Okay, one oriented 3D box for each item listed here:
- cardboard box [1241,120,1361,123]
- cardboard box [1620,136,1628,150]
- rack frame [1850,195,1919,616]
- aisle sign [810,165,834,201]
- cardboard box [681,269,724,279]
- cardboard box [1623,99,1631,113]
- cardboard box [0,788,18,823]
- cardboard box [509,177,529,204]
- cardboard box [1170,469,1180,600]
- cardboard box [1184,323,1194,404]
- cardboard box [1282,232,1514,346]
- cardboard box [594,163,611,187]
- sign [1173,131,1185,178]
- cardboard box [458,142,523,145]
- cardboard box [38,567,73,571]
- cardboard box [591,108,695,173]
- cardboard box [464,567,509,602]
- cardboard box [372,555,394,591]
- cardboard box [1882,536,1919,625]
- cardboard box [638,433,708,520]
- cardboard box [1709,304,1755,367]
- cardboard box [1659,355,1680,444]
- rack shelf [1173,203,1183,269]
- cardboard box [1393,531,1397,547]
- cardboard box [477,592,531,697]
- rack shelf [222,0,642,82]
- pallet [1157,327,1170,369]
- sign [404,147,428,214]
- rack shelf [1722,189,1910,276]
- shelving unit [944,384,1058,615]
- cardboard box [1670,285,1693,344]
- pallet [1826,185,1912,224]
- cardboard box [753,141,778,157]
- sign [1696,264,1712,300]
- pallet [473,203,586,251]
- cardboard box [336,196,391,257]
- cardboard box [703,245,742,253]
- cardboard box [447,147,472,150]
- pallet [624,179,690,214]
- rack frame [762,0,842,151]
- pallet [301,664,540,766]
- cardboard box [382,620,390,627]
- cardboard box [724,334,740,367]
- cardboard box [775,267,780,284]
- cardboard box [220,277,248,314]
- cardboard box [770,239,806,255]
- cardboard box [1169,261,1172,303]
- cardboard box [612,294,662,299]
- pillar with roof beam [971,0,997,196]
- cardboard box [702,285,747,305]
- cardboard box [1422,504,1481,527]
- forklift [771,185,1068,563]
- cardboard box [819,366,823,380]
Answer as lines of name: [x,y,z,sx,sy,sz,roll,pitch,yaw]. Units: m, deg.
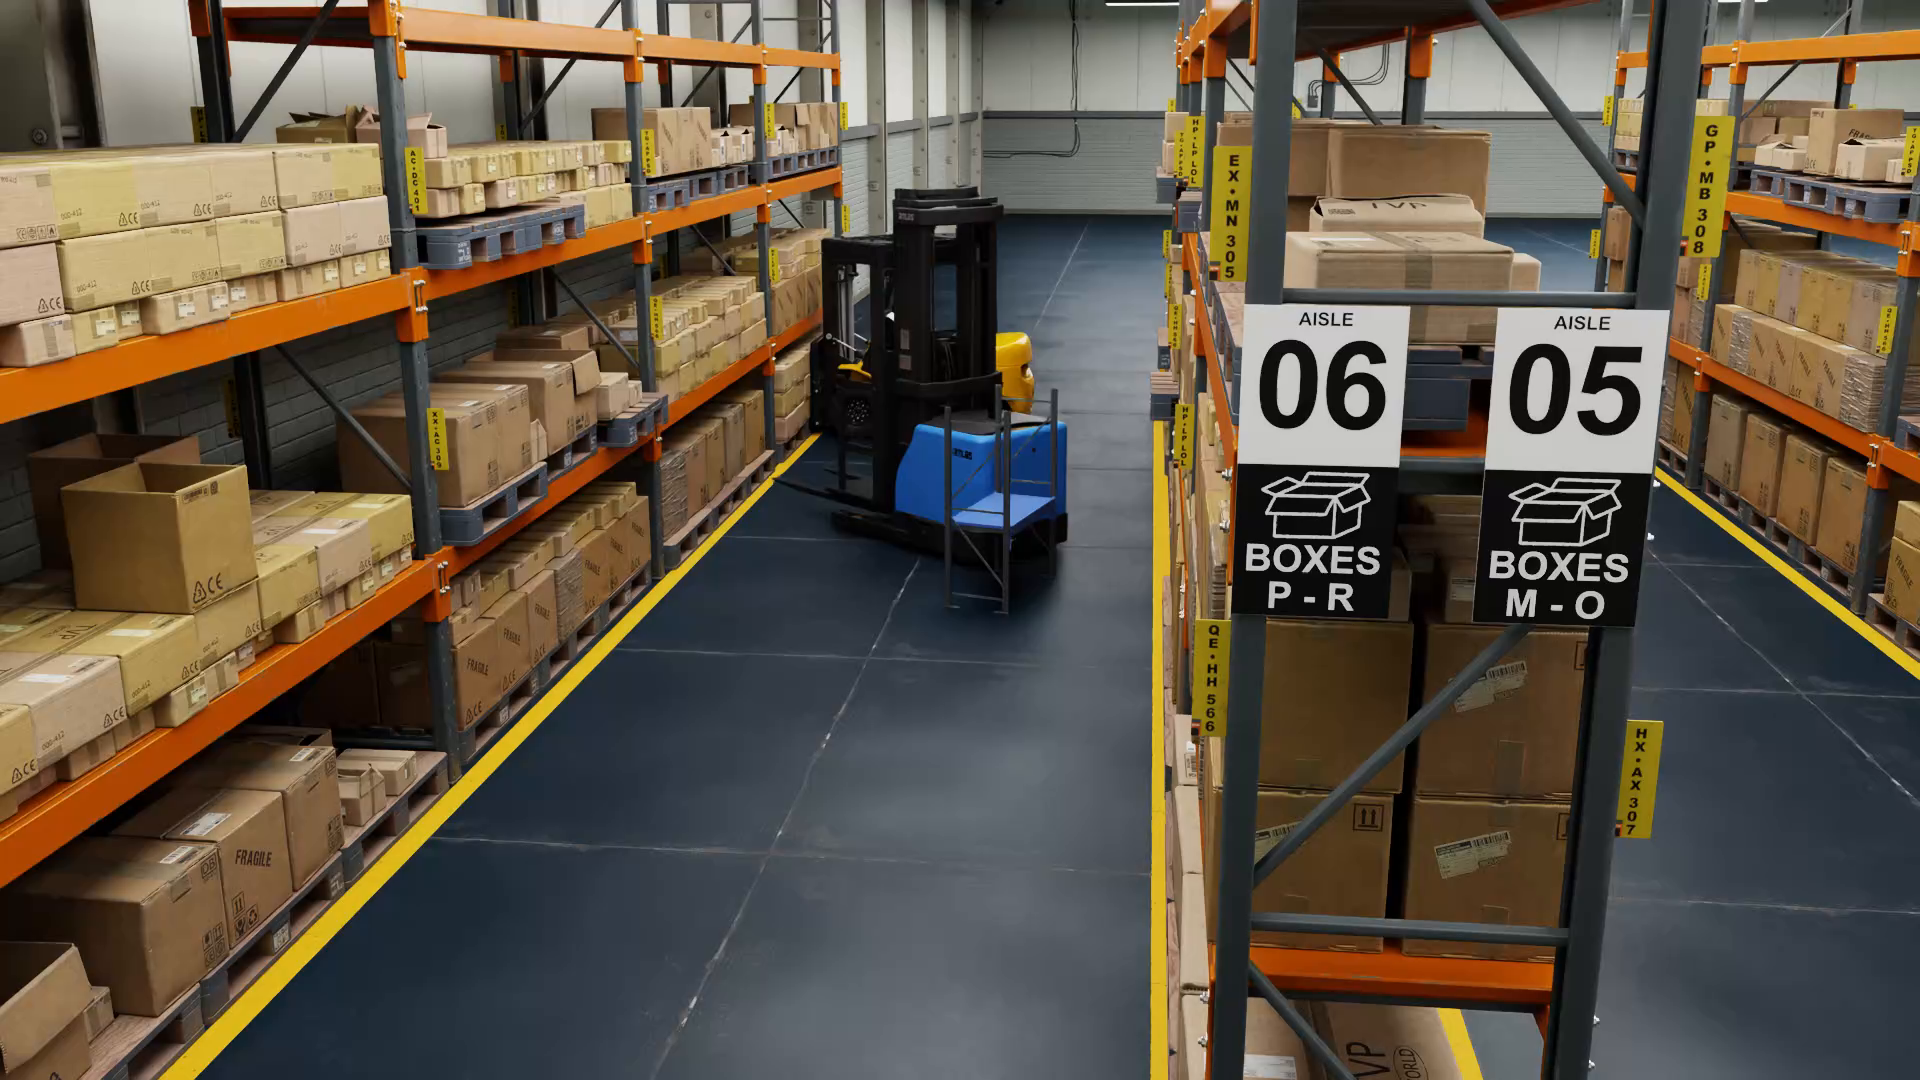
cardboard box: [2.183,-2.452,10.742,0.700,0.500,0.500,1,15,3]
cardboard box: [7.553,-4.403,18.437,0.380,0.149,0.250,2,15,7]
rack frame: [7.036,-0.896,11.729,1.000,3.000,0.127,2,15,6]
aisle sign: [-1.625,-4.499,20.074,0.394,0.787,0.004,2,15,6]
cardboard box: [-2.594,-2.651,16.784,0.380,0.149,0.250,2,15,6]
cardboard box: [7.555,-4.791,18.346,0.380,0.149,0.250,2,15,7]
cardboard box: [-3.437,0.891,5.602,0.380,0.149,0.250,2,15,8]
cardboard box: [-2.736,-2.032,9.669,0.380,0.149,0.250,2,15,6]
cardboard box: [1.945,-0.016,11.740,0.875,0.875,0.875,2,15,6]
cardboard box: [1.627,-1.032,10.126,0.500,0.500,0.500,2,15,7]
cardboard box: [1.164,-0.687,4.500,0.500,0.250,0.500,0,15,1]
cardboard box: [-2.676,-2.563,11.672,0.380,0.149,0.250,1,15,5]
sign: [1.567,-2.730,11.773,0.100,0.325,0.005,2,15,6]
cardboard box: [-3.227,-2.656,11.446,0.380,0.149,0.250,2,15,6]
cardboard box: [-3.712,0.190,7.430,0.500,0.250,0.500,2,15,7]
cardboard box: [-2.545,-3.223,13.399,0.700,0.500,0.500,1,15,5]
cardboard box: [-2.984,0.270,10.160,0.380,0.149,0.250,1,15,5]
cardboard box: [-3.071,0.156,8.319,0.380,0.149,0.250,2,15,8]
cardboard box: [6.702,0.284,11.350,0.500,0.500,0.500,1,15,4]
cardboard box: [-2.677,-0.548,14.188,0.875,0.625,0.625,2,15,8]
cardboard box: [7.160,-1.853,15.078,0.500,0.500,0.500,2,15,7]
cardboard box: [7.725,-1.505,17.249,0.875,0.875,0.875,2,15,7]
rack shelf: [2.331,-2.635,13.792,1.077,0.370,4.000,2,15,6]
cardboard box: [1.592,0.278,5.280,0.500,0.500,0.500,1,15,5]
cardboard box: [-2.949,0.623,10.095,0.500,0.500,0.500,1,15,6]
rack shelf: [-3.052,-2.998,10.153,1.077,0.370,4.000,2,15,6]
pallet: [2.326,-1.766,15.316,1.003,0.211,1.213,2,15,6]
sign: [-2.738,-1.807,8.361,0.100,0.325,0.005,2,15,6]
rack shelf: [7.261,-2.515,13.350,1.077,0.370,4.000,2,15,6]
shelving unit: [0.318,-0.330,12.509,0.538,1.500,1.048,6,16,22]
cardboard box: [7.556,-2.245,16.431,0.875,0.550,0.550,2,15,6]
pallet: [7.056,-2.421,11.986,1.213,0.211,1.003,2,15,9]
cardboard box: [-2.023,-3.883,16.516,0.380,0.149,0.250,2,15,7]
sign: [6.935,-2.406,15.501,0.100,0.325,0.005,2,15,6]
pallet: [-3.021,-1.917,10.118,1.213,0.211,1.003,2,15,6]
cardboard box: [-3.084,-1.510,7.971,0.500,0.250,0.500,2,15,6]
cardboard box: [-2.538,-3.061,17.733,0.380,0.149,0.250,1,15,5]
cardboard box: [-3.212,-2.326,10.188,0.380,0.149,0.250,2,15,8]
pallet: [-2.839,-2.696,13.002,1.213,0.211,1.003,2,15,9]
rack frame: [-1.924,-6.132,19.599,1.000,3.000,0.127,2,15,6]
pallet: [-3.224,1.011,10.020,1.003,0.211,1.213,2,15,6]
cardboard box: [-3.498,0.395,9.696,0.380,0.149,0.250,2,15,6]
cardboard box: [-2.310,-1.729,15.097,0.500,0.250,0.500,2,15,7]
cardboard box: [-2.050,-2.702,16.973,0.380,0.149,0.250,2,15,8]
cardboard box: [-3.208,-1.018,6.914,0.380,0.149,0.250,2,15,7]
cardboard box: [-1.922,-3.244,18.407,0.380,0.149,0.250,2,15,7]
cardboard box: [2.519,-2.769,17.894,0.500,0.500,0.500,1,15,5]
cardboard box: [-2.846,-2.081,14.676,0.380,0.149,0.250,2,15,7]
pillar with roof beam: [4.765,-13.632,47.335,9.100,9.000,0.548,2,15,6]
cardboard box: [-2.182,-2.263,15.350,0.380,0.149,0.250,1,15,5]
cardboard box: [1.620,-0.003,5.076,0.380,0.149,0.250,2,15,8]
forklift: [-0.477,-1.544,14.258,1.130,2.935,3.031,-14,20,-41]
cardboard box: [-1.833,-1.823,18.663,0.500,0.250,0.500,2,15,6]
